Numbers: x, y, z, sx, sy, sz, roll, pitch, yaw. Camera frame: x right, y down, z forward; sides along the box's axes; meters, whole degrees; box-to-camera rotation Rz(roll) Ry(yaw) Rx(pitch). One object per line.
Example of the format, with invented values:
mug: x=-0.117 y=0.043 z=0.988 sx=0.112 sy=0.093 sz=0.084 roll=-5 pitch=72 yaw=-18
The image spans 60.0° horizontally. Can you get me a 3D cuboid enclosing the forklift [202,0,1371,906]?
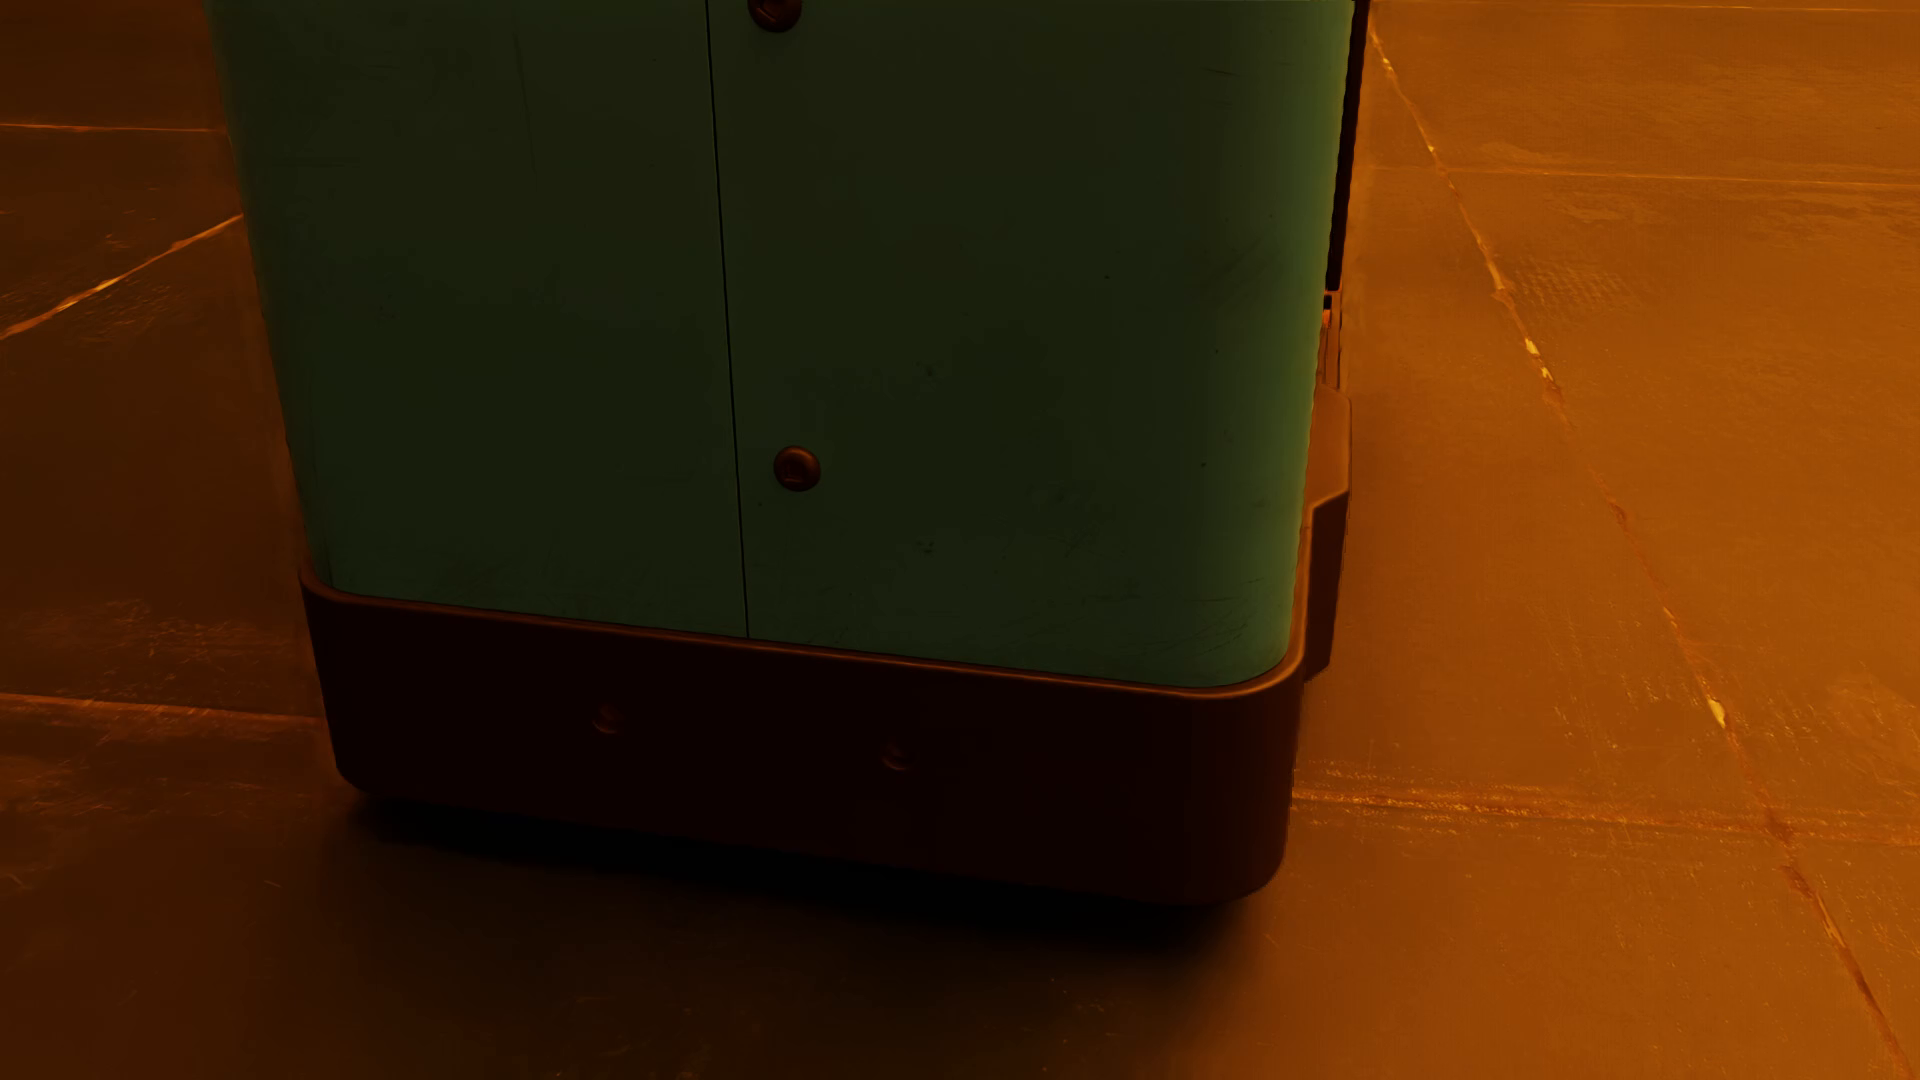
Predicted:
forklift: x=0.118 y=-1.591 z=2.406 sx=1.130 sy=2.935 sz=3.031 roll=6 pitch=27 yaw=11
